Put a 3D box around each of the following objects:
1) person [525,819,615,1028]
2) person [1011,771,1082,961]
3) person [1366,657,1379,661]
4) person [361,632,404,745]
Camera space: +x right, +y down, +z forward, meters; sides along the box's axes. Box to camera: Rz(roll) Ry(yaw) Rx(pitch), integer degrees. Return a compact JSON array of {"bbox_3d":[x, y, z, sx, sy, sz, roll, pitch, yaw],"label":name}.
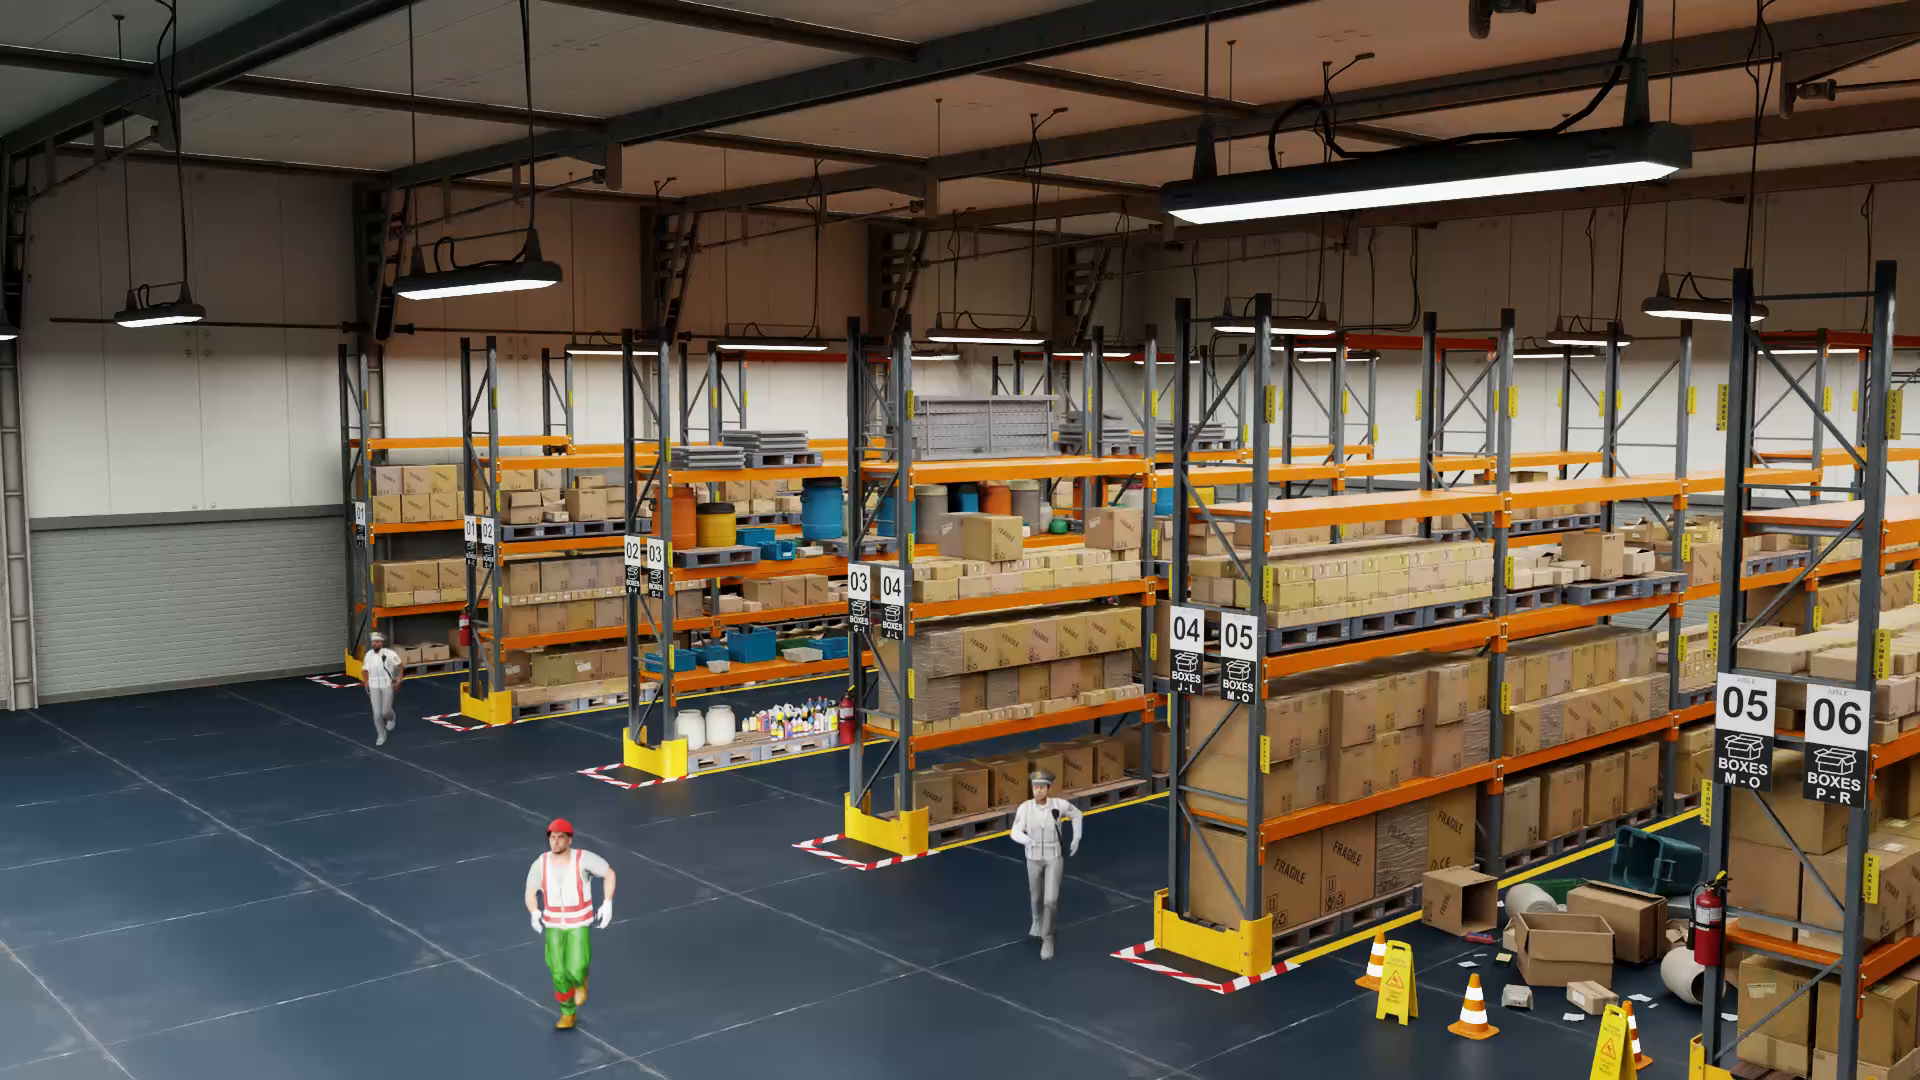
[{"bbox_3d":[-3.153,3.102,13.368,0.699,1.742,0.656,0,5,1],"label":"person"},{"bbox_3d":[0.798,2.960,15.325,0.624,1.713,0.864,1,5,12],"label":"person"},{"bbox_3d":[5.532,2.339,22.328,0.597,1.652,0.917,4,7,40],"label":"person"},{"bbox_3d":[-8.488,2.163,24.437,0.593,1.675,0.607,0,5,-2],"label":"person"}]
